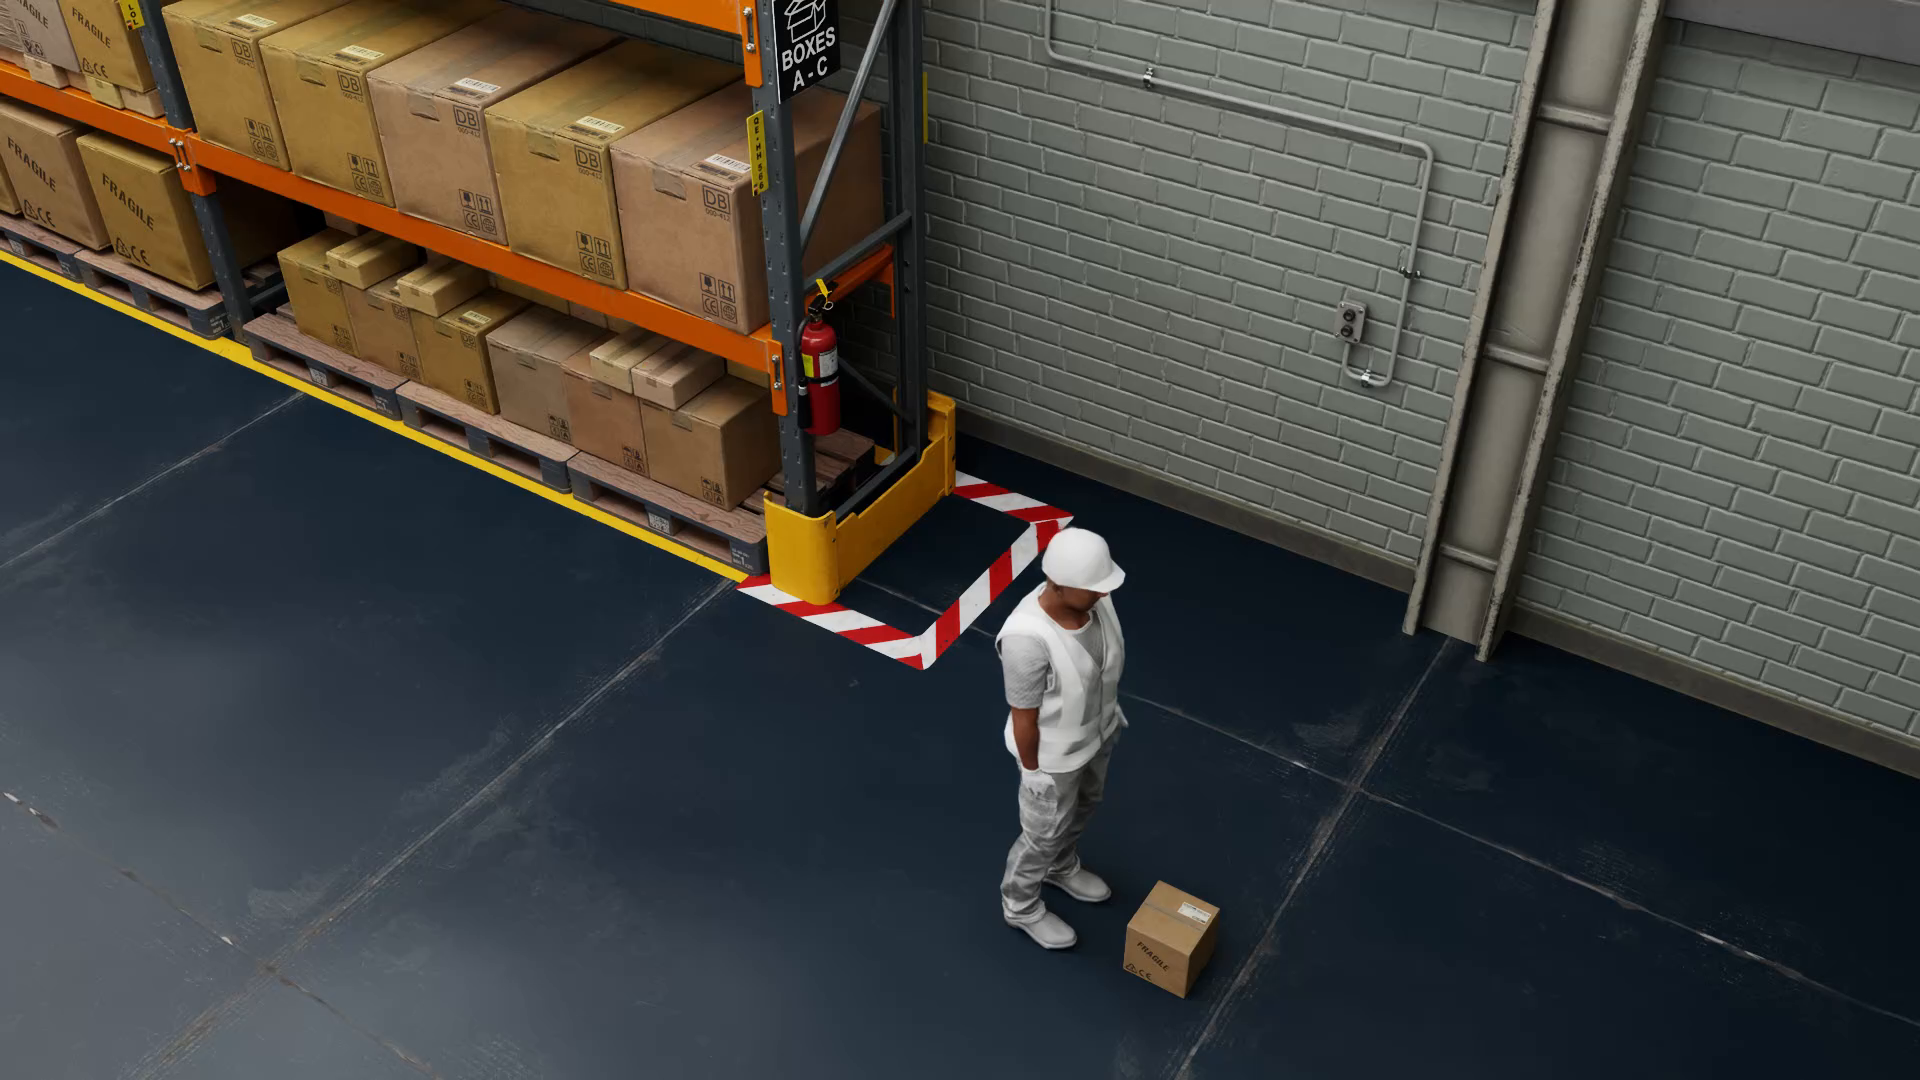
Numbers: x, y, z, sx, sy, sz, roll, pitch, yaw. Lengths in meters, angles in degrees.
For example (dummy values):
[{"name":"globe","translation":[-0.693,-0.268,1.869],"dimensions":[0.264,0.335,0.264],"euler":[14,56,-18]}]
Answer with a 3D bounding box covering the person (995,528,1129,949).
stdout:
[{"name":"person","translation":[0.363,0.676,5.806],"dimensions":[0.361,1.776,0.548],"euler":[22,43,26]}]
